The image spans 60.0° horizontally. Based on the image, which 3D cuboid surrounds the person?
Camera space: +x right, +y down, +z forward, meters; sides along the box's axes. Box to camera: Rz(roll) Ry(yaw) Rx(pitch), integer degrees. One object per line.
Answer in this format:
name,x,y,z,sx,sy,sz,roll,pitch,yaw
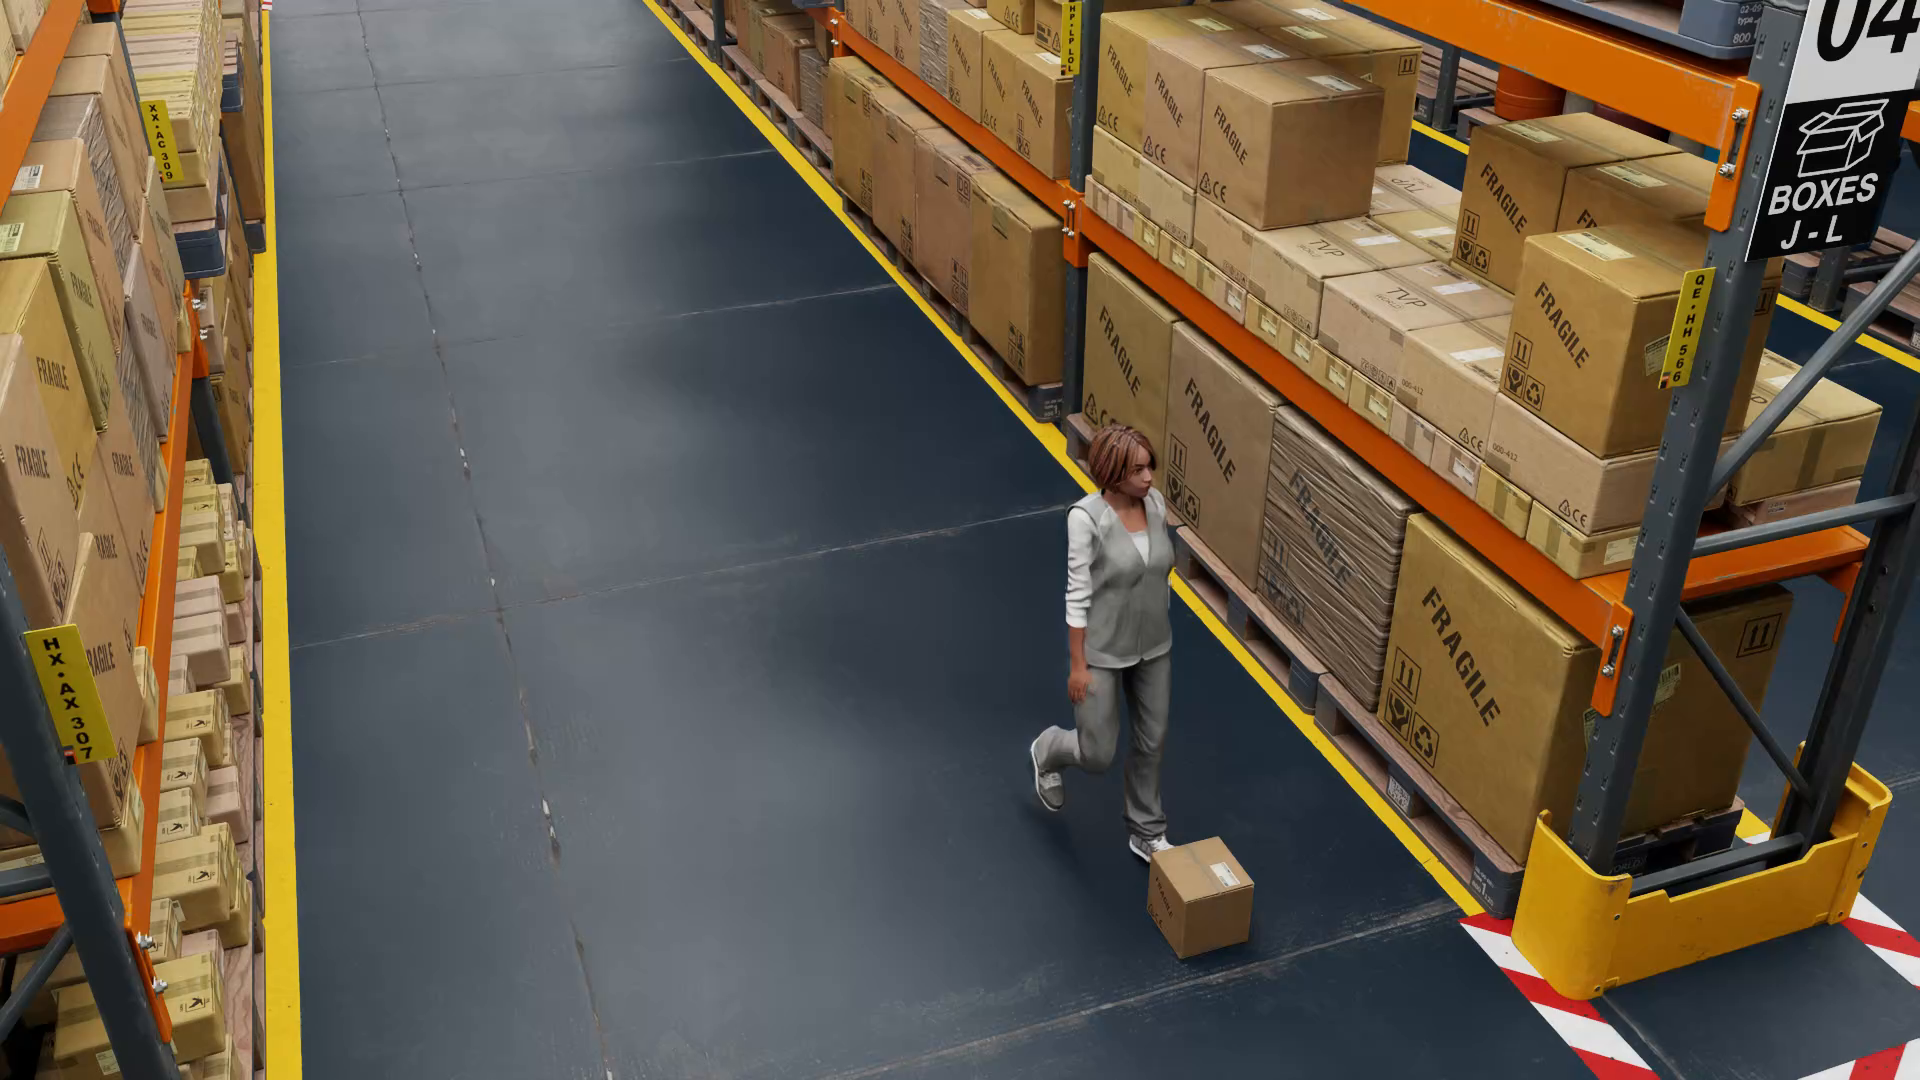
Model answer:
person,0.531,0.368,5.472,0.440,1.589,0.646,-16,34,-25
